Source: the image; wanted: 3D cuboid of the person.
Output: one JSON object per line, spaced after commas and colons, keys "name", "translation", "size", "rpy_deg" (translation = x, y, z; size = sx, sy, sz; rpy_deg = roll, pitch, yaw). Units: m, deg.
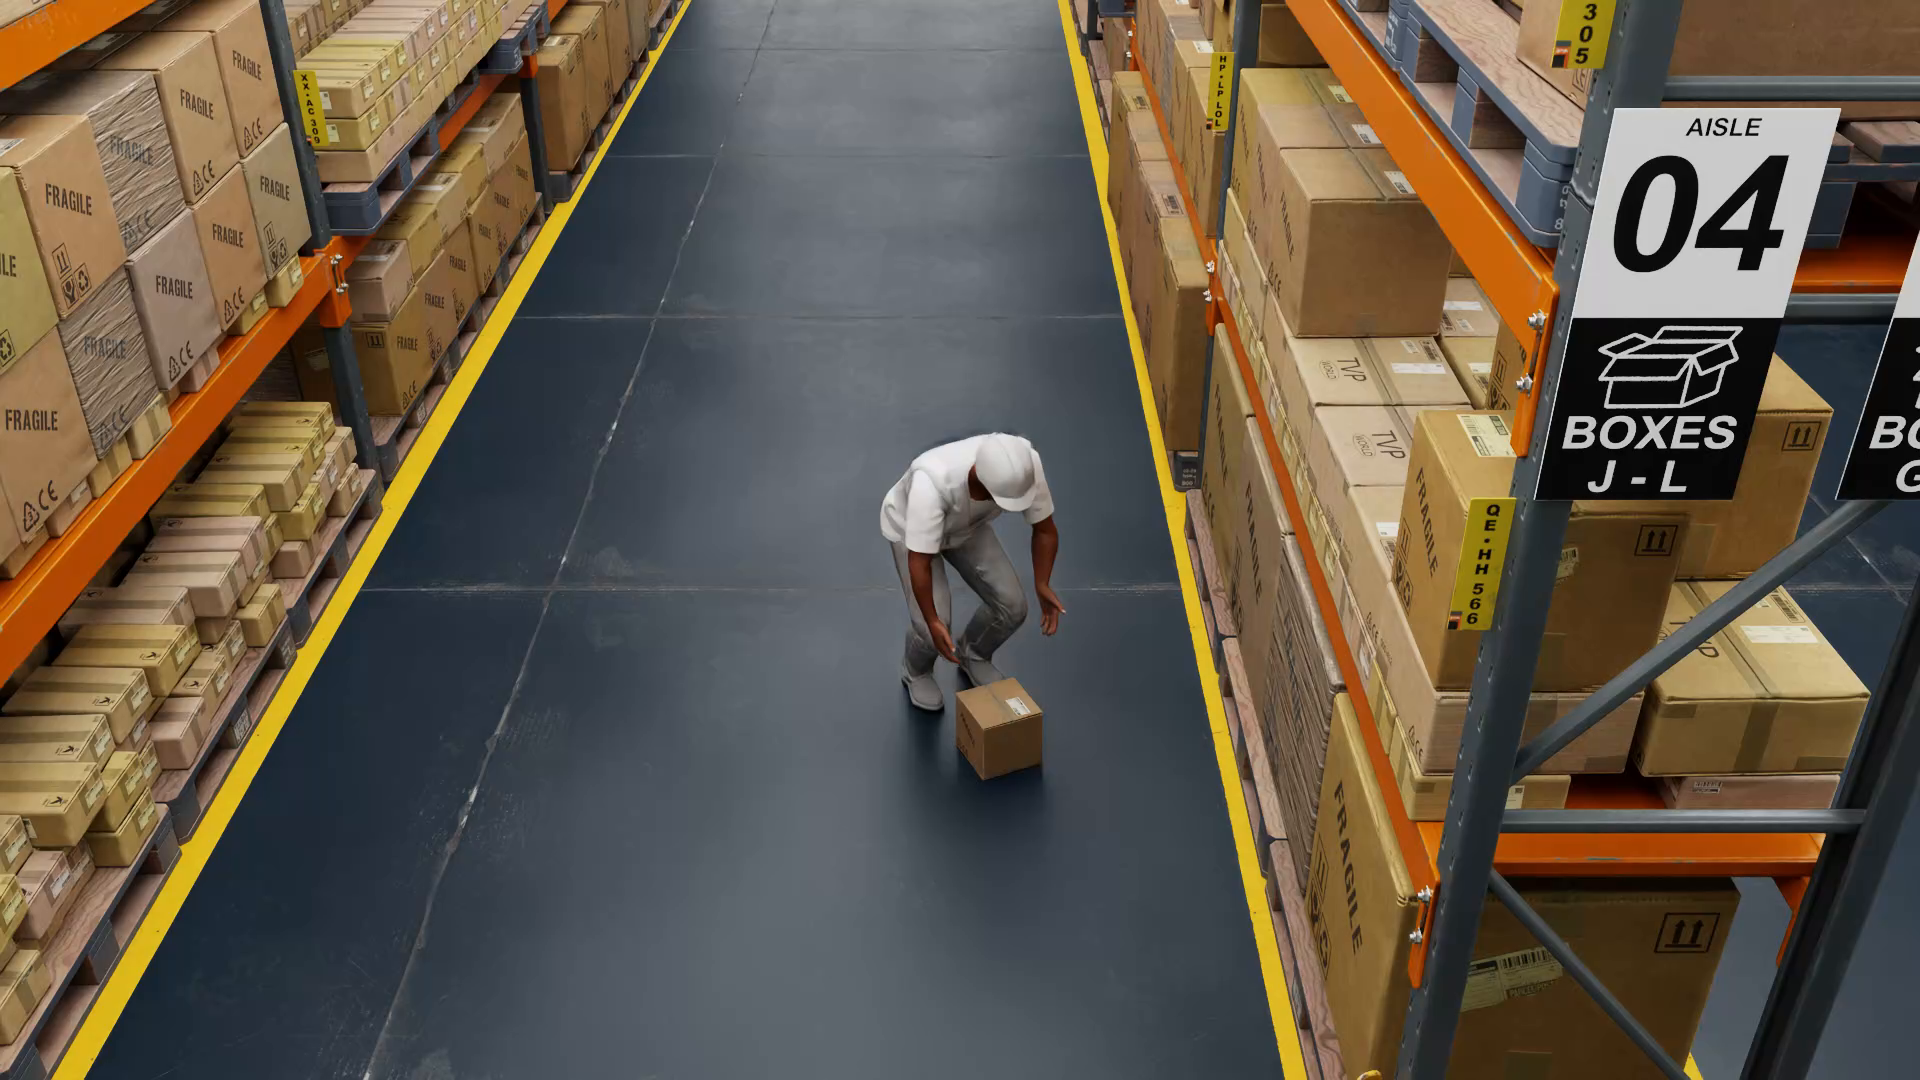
{"name": "person", "translation": [0.036, 0.061, 6.448], "size": [0.629, 1.313, 0.805], "rpy_deg": [-13, 34, -21]}
